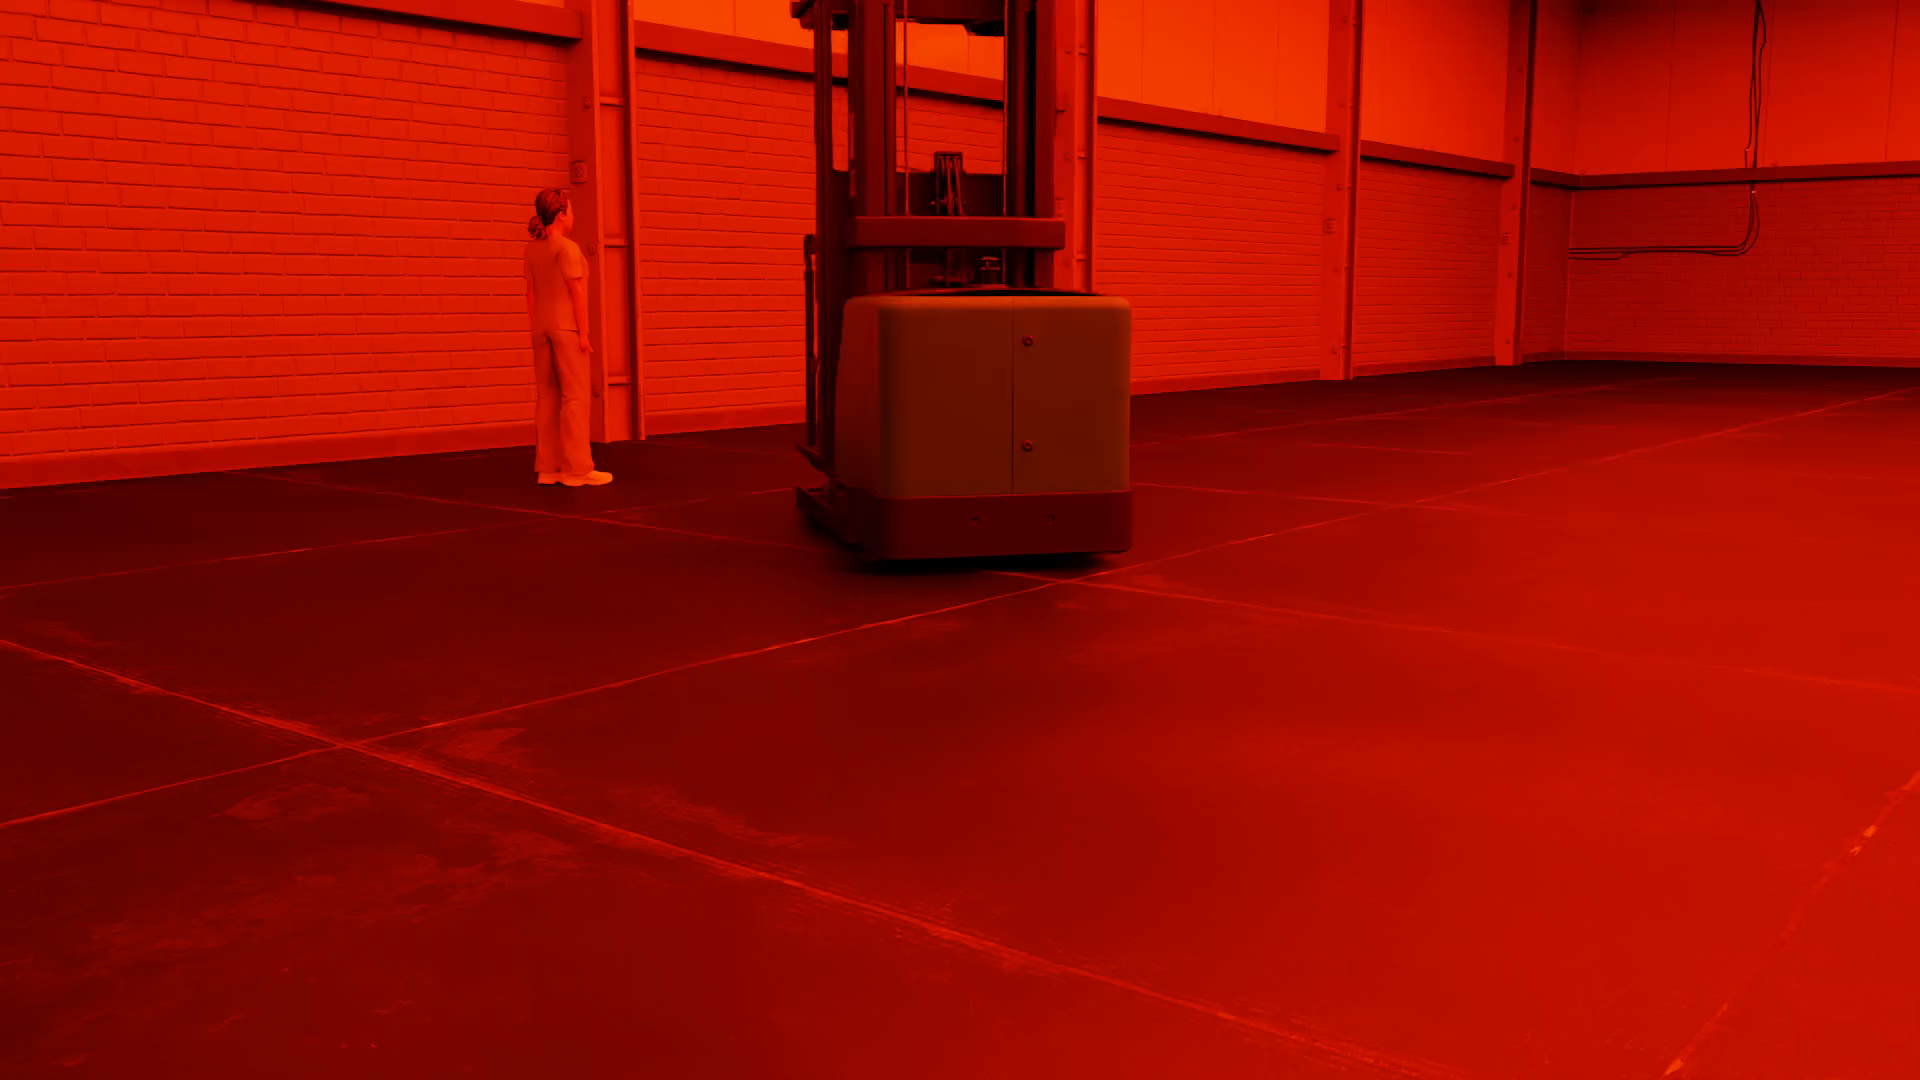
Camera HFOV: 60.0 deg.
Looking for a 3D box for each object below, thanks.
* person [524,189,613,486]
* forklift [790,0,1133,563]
[{"bbox_3d":[-2.278,-1.152,9.501,0.432,1.673,0.370,6,10,34],"label":"person"},{"bbox_3d":[-0.174,-1.531,7.746,1.130,2.935,3.031,-2,9,-14],"label":"forklift"}]
